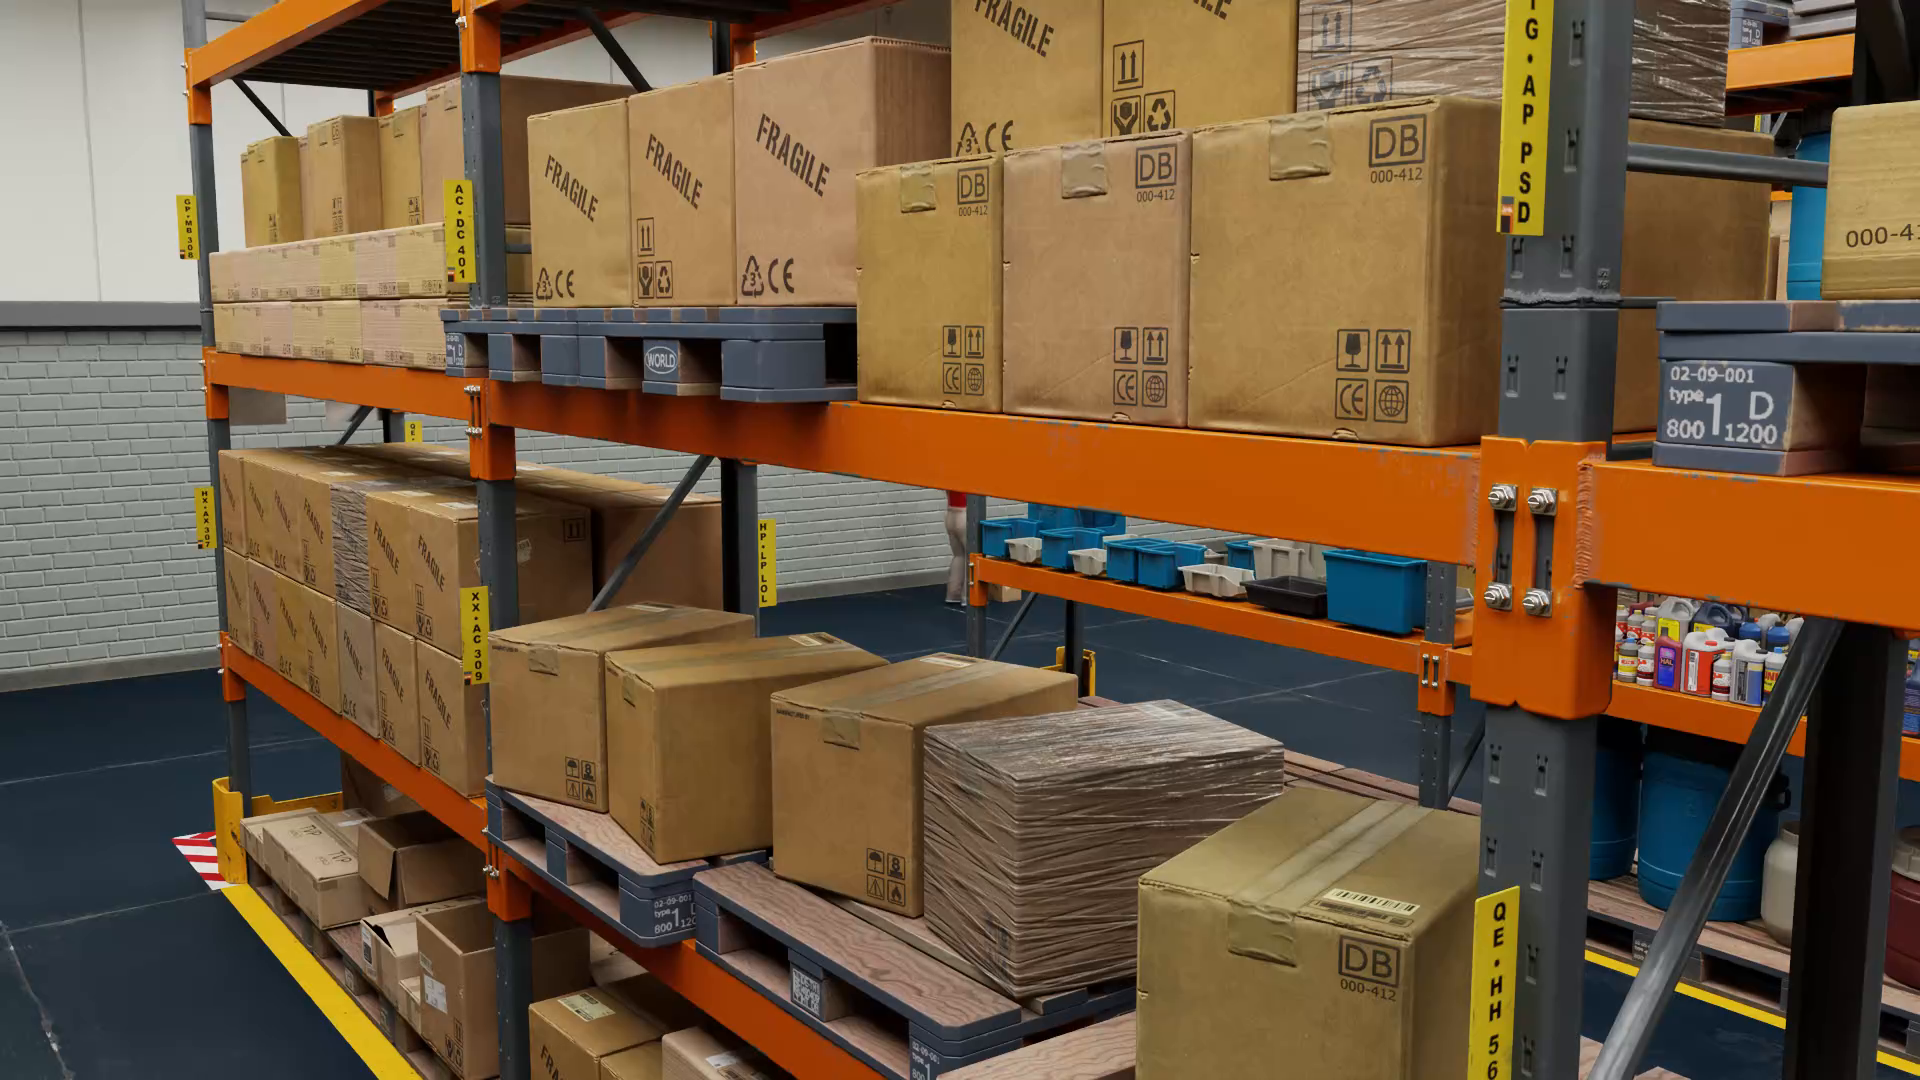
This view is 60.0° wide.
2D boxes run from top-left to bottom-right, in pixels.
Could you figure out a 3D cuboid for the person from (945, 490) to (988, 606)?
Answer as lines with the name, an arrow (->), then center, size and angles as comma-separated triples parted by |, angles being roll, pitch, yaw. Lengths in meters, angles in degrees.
person -> 0.045, -0.169, 17.246 | 0.376, 1.704, 0.544 | -5, 9, -35
